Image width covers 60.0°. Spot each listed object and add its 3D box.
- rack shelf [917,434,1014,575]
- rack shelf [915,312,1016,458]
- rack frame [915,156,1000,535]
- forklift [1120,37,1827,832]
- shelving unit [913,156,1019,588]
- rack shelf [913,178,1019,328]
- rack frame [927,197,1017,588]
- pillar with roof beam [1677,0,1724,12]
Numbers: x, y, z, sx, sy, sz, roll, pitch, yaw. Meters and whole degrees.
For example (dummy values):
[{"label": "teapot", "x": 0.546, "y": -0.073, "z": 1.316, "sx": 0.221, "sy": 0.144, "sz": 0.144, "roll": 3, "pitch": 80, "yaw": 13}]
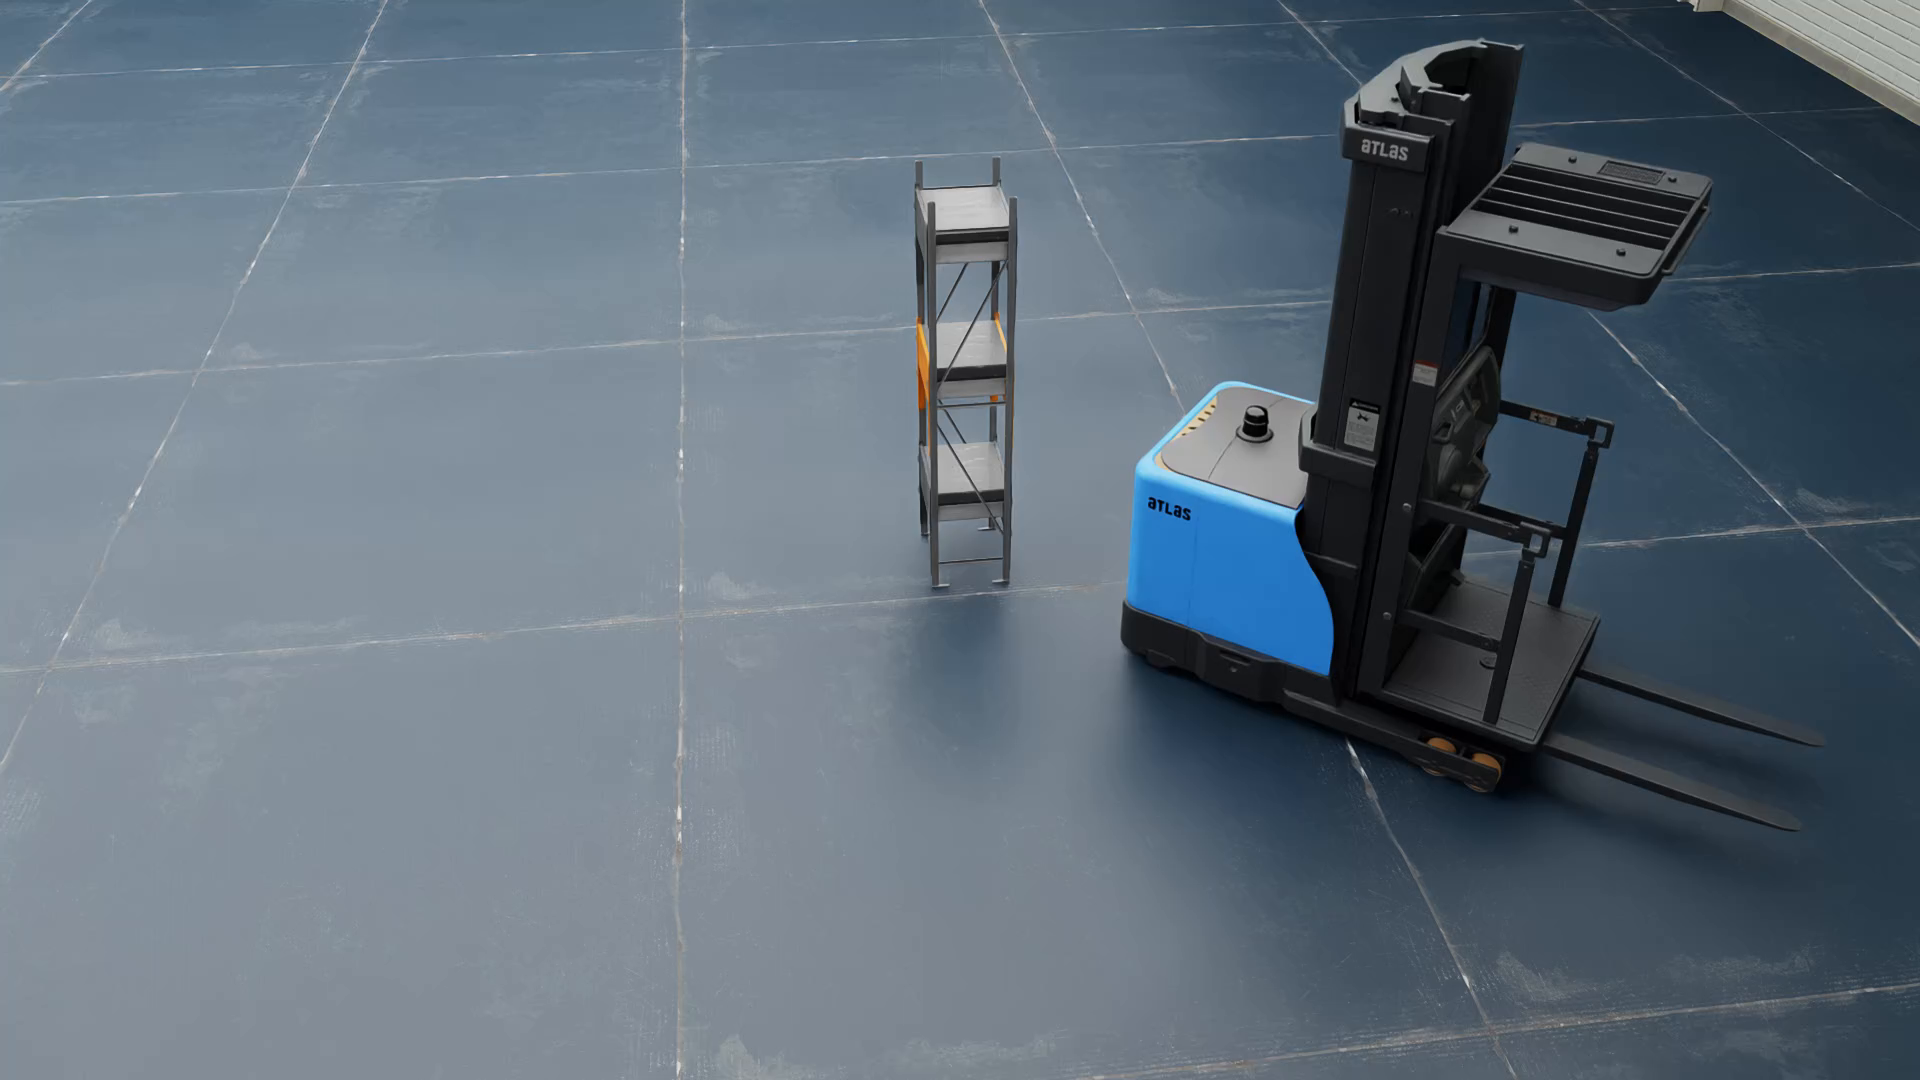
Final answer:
[{"label": "rack shelf", "x": 0.022, "y": -0.186, "z": 8.554, "sx": 0.431, "sy": 0.518, "sz": 0.480, "roll": -4, "pitch": 35, "yaw": -6}, {"label": "rack shelf", "x": 0.022, "y": -0.764, "z": 8.159, "sx": 0.431, "sy": 0.518, "sz": 0.480, "roll": -4, "pitch": 35, "yaw": -6}, {"label": "rack frame", "x": -0.011, "y": -0.911, "z": 8.352, "sx": 0.400, "sy": 2.100, "sz": 0.015, "roll": -4, "pitch": 35, "yaw": -6}, {"label": "forklift", "x": 2.300, "y": -0.454, "z": 6.942, "sx": 3.031, "sy": 2.935, "sz": 1.130, "roll": 19, "pitch": 39, "yaw": 26}, {"label": "shelving unit", "x": 0.022, "y": -0.775, "z": 8.152, "sx": 0.431, "sy": 2.100, "sz": 0.503, "roll": -4, "pitch": 35, "yaw": -6}, {"label": "rack shelf", "x": 0.022, "y": -1.342, "z": 7.765, "sx": 0.431, "sy": 0.518, "sz": 0.480, "roll": -4, "pitch": 35, "yaw": -6}, {"label": "rack frame", "x": 0.055, "y": -0.639, "z": 7.952, "sx": 0.400, "sy": 2.100, "sz": 0.015, "roll": -4, "pitch": 35, "yaw": -6}, {"label": "pillar with roof beam", "x": 3.221, "y": -8.799, "z": 13.799, "sx": 9.100, "sy": 9.000, "sz": 0.400, "roll": -4, "pitch": 35, "yaw": -6}]
